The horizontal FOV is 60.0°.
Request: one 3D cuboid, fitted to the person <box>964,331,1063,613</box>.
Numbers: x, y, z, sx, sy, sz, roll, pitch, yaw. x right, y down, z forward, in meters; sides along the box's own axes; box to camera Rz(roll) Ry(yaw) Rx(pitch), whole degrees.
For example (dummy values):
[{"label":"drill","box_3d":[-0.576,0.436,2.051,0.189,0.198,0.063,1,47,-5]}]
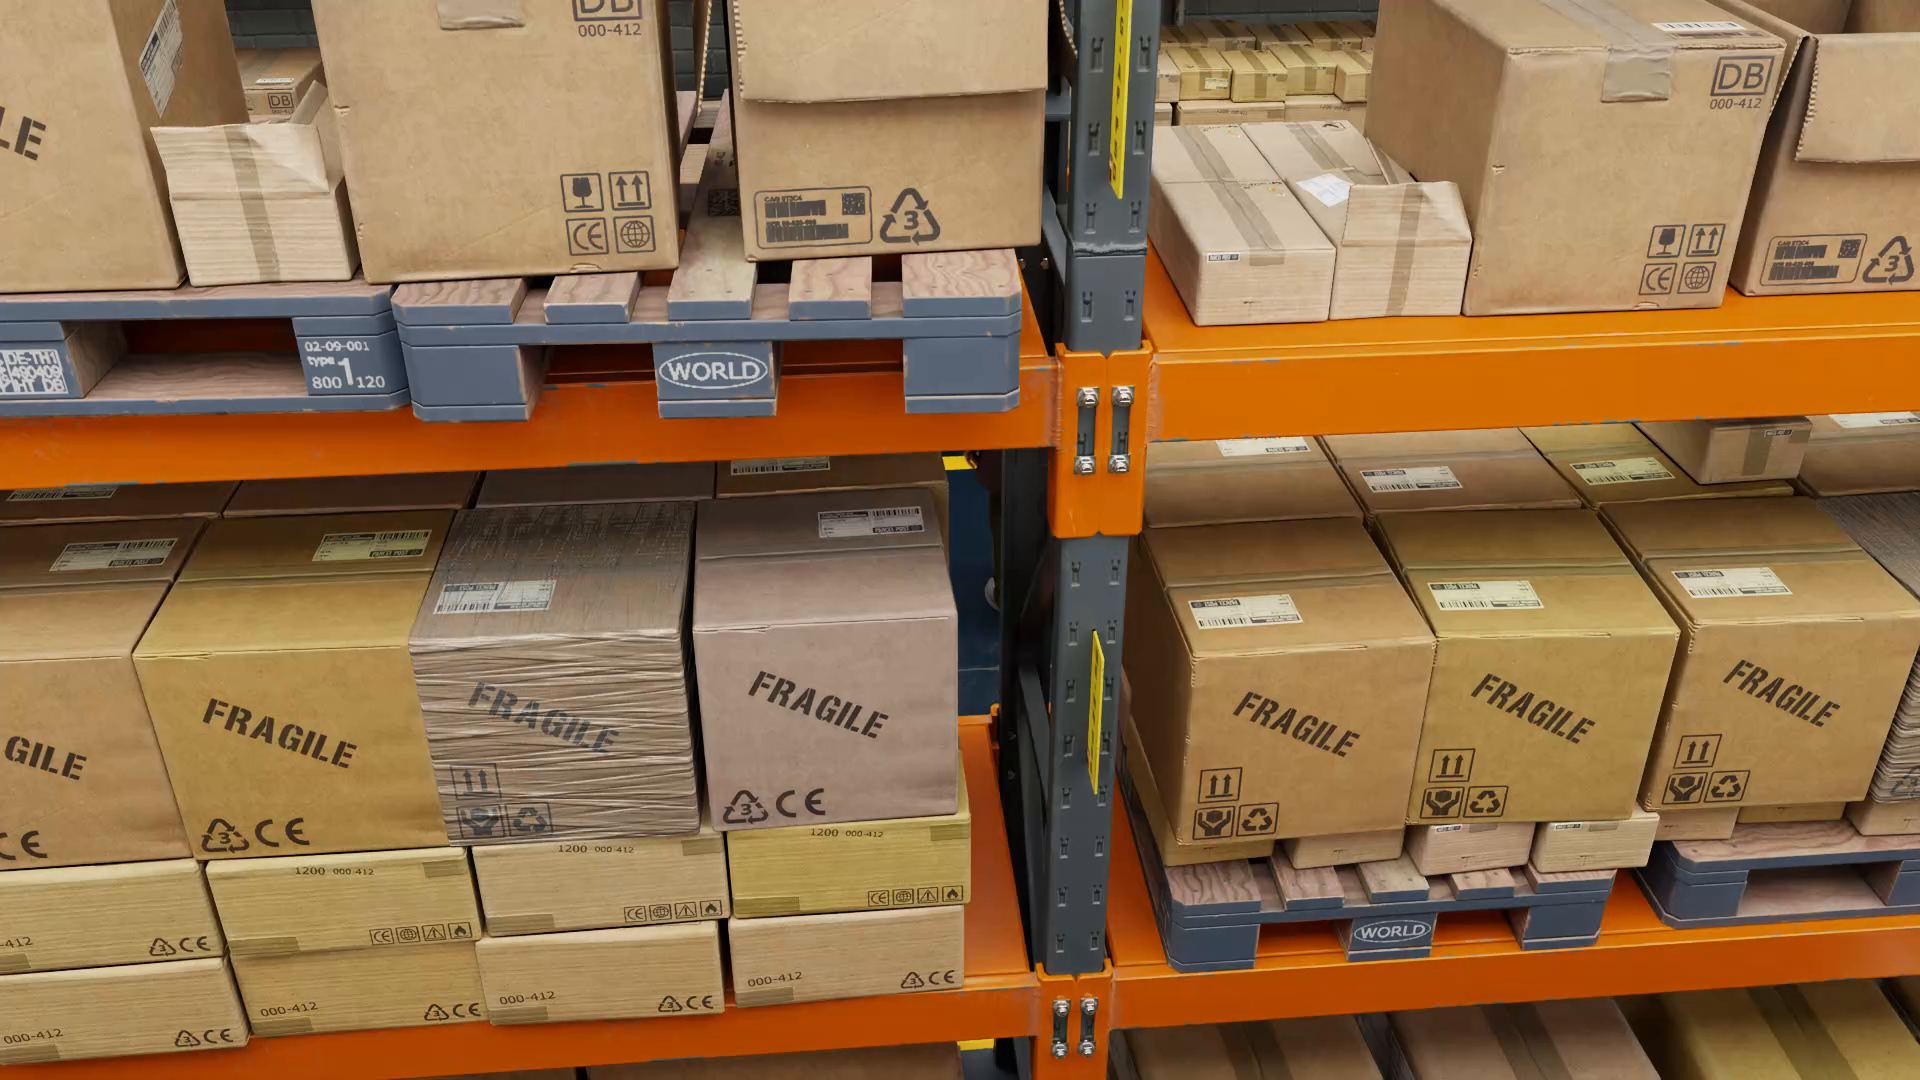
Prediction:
[{"label":"person","box_3d":[0.311,-0.449,6.905,0.647,1.772,0.429,-4,31,-8]}]
